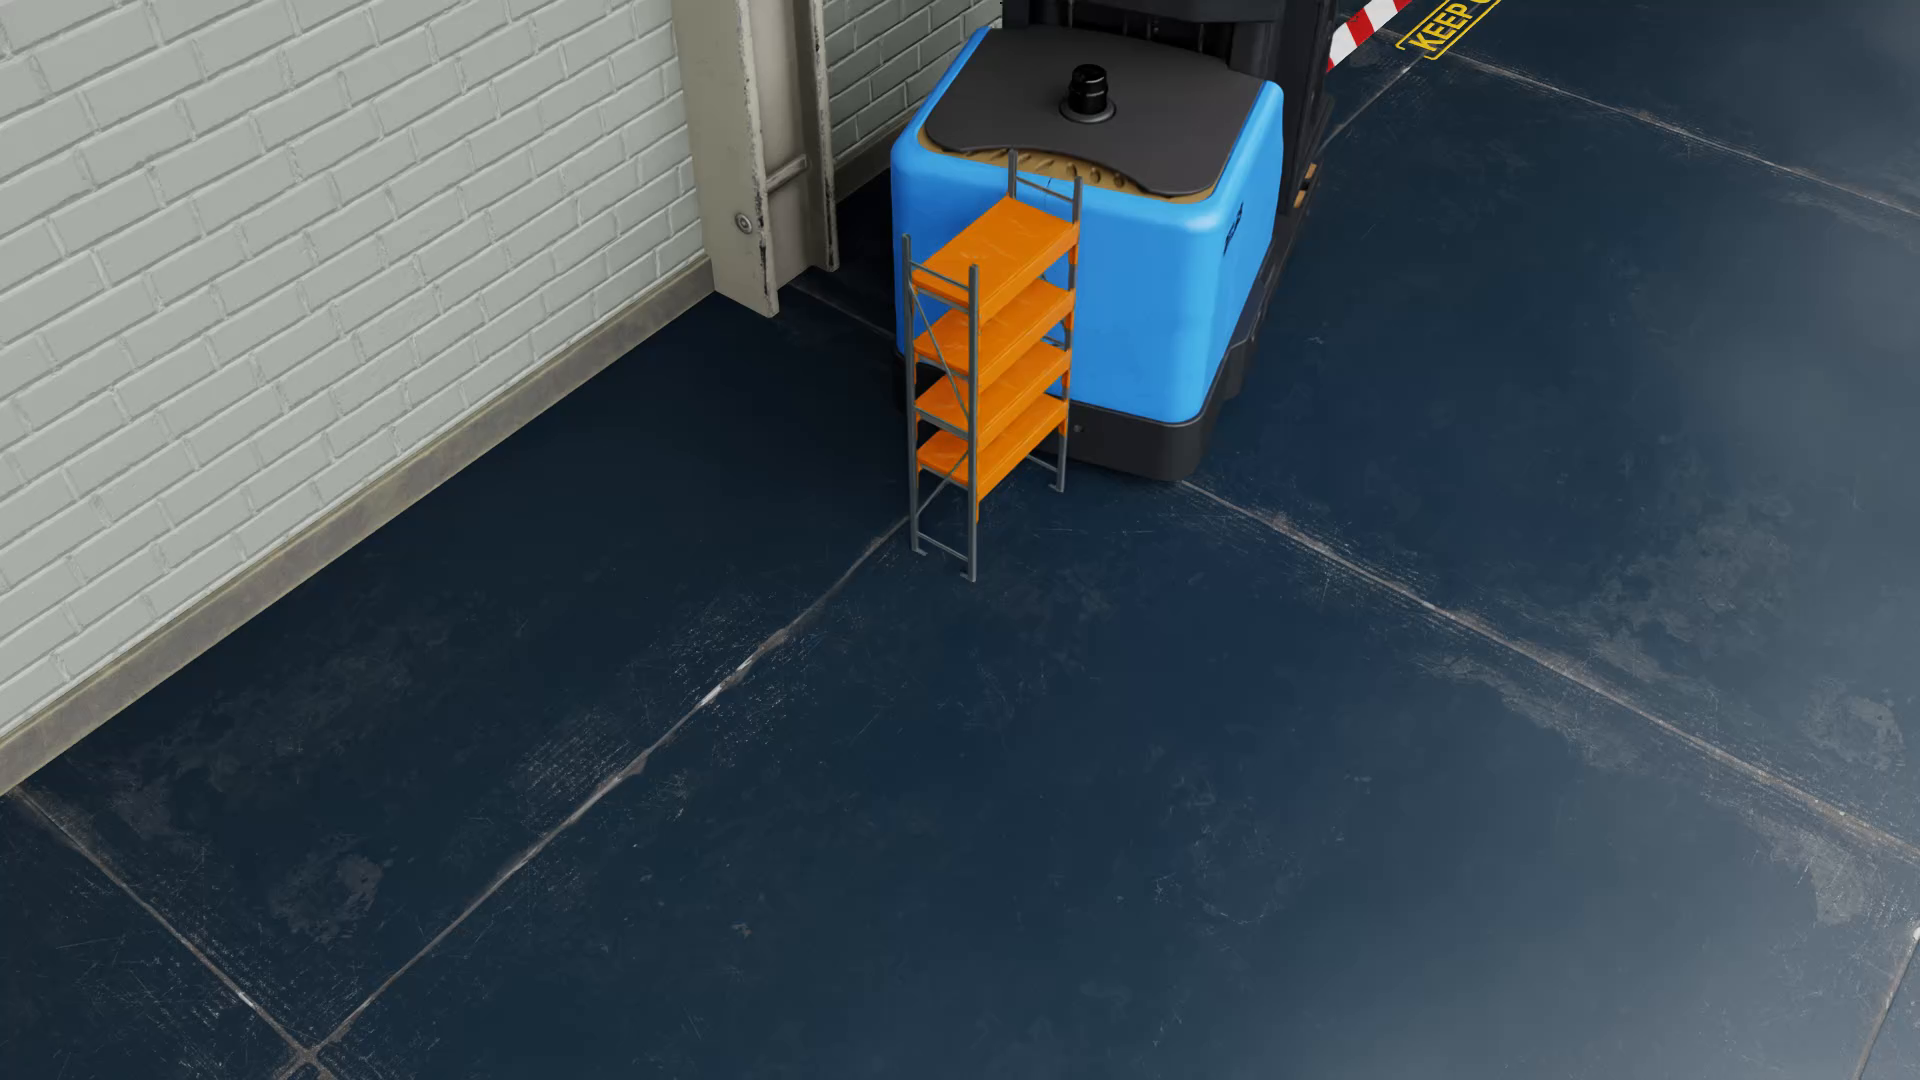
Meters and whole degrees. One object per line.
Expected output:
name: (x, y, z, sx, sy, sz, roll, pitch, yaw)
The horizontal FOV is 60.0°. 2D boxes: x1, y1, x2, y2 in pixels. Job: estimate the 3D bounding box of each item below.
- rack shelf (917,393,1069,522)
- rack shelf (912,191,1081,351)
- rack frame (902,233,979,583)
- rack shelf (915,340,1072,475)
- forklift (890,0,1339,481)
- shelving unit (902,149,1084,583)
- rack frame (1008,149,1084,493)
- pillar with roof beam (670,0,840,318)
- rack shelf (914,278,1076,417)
rack shelf: (0.092, -0.294, 5.069, 0.258, 0.148, 0.480, 28, 52, 24)
rack shelf: (0.092, -0.749, 4.593, 0.258, 0.148, 0.480, 28, 52, 24)
rack frame: (-0.052, -0.336, 4.741, 0.240, 1.200, 0.015, 28, 52, 24)
rack shelf: (0.092, -0.432, 4.925, 0.258, 0.148, 0.480, 28, 52, 24)
forklift: (0.771, -2.286, 5.407, 1.130, 2.935, 3.031, 15, 48, 14)
shelving unit: (0.092, -0.478, 4.877, 0.258, 1.200, 0.503, 28, 52, 24)
rack frame: (0.236, -0.620, 5.013, 0.240, 1.200, 0.015, 28, 52, 24)
pillar with roof beam: (2.718, -2.189, 1.118, 9.100, 9.000, 0.400, 29, 53, 25)
rack shelf: (0.092, -0.586, 4.764, 0.258, 0.148, 0.480, 28, 52, 24)
